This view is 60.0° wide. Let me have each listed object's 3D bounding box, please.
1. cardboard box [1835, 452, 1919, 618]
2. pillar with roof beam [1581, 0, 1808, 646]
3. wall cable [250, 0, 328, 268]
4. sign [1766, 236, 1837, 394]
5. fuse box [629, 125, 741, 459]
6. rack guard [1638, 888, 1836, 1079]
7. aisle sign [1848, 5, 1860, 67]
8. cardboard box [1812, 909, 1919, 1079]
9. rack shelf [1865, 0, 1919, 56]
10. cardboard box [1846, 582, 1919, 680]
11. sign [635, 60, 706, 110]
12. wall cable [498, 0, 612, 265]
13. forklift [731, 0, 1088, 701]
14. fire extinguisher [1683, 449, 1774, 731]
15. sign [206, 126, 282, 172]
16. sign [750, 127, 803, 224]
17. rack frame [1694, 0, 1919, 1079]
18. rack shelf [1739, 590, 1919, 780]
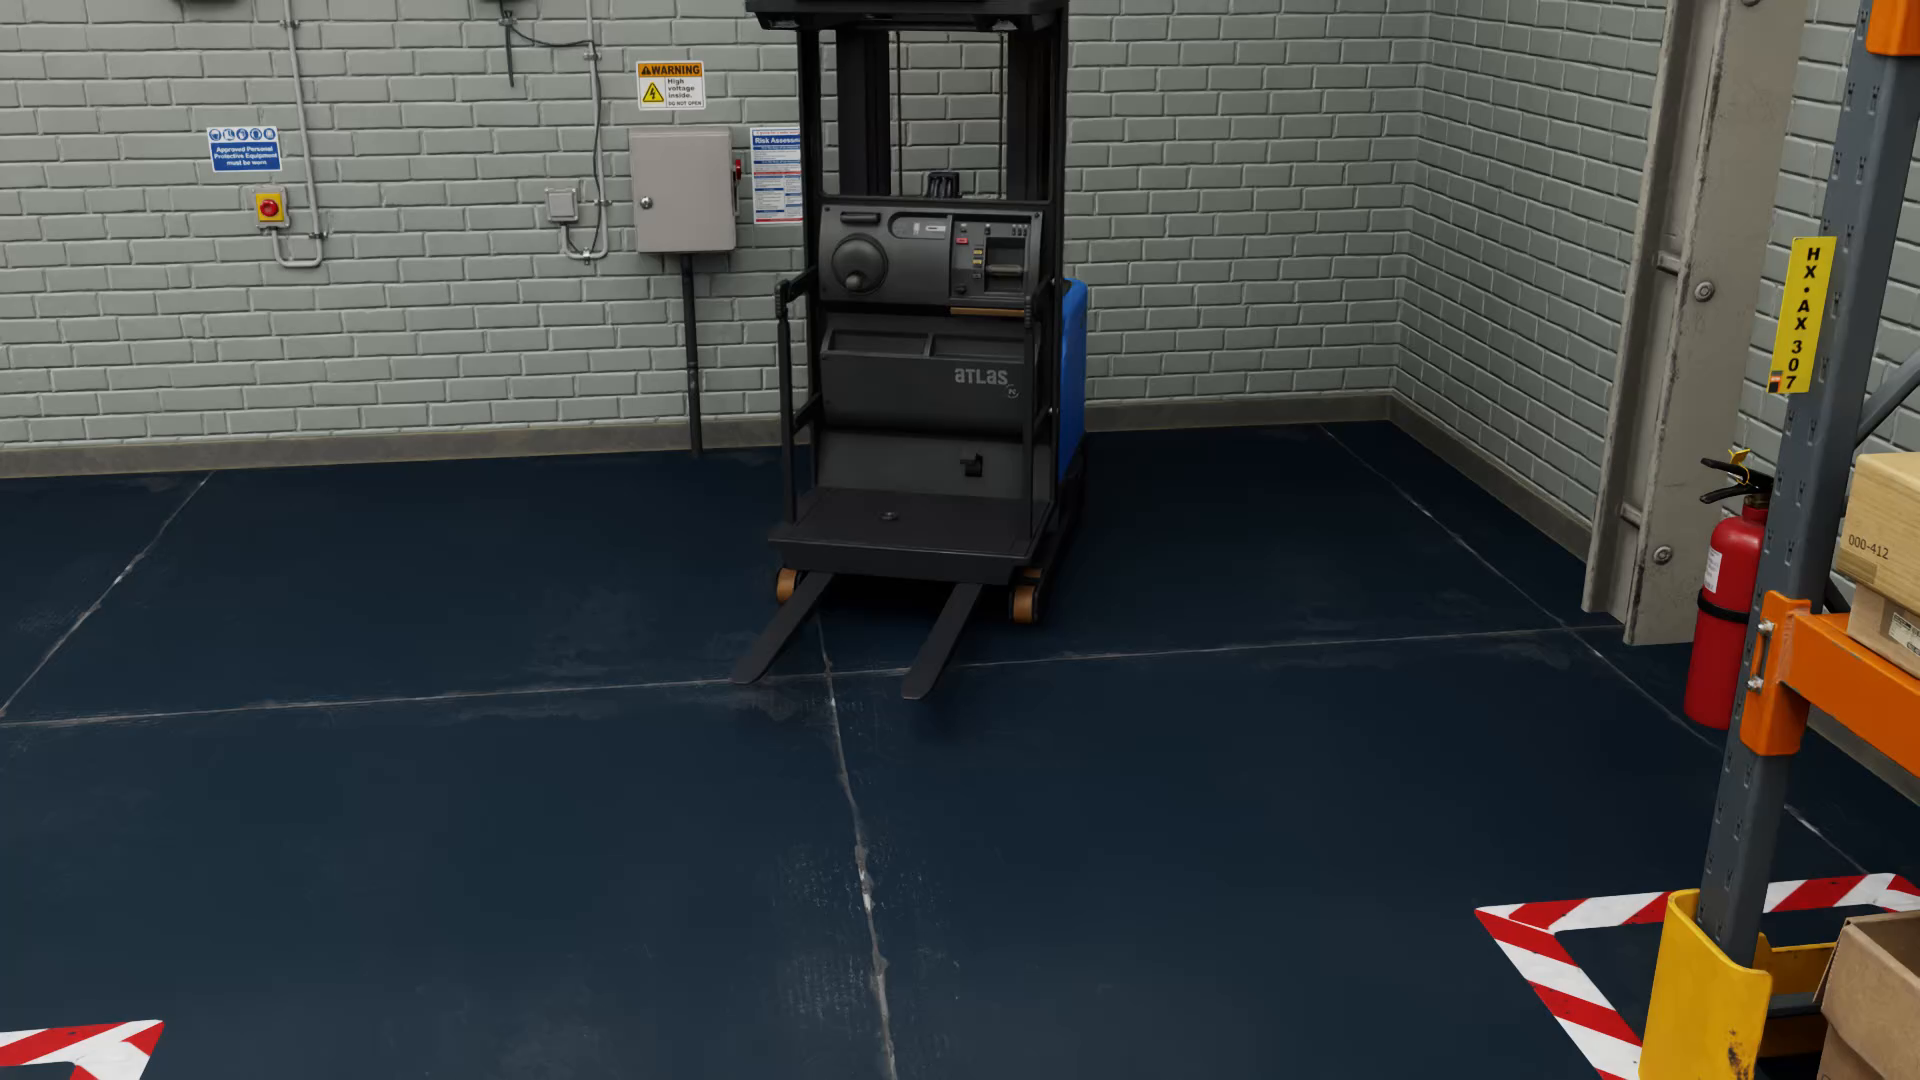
[{"bbox_3d":[2.072,0.018,3.169,0.500,0.250,0.500,-3,21,-7],"label":"cardboard box"},{"bbox_3d":[-1.483,-3.656,4.642,9.100,9.000,0.400,-3,21,-8],"label":"pillar with roof beam"},{"bbox_3d":[-3.474,-2.273,8.019,0.585,1.953,0.123,-3,21,-8],"label":"wall cable"},{"bbox_3d":[1.737,-0.461,3.427,0.100,0.325,0.005,-3,21,-8],"label":"sign"},{"bbox_3d":[-1.374,-1.235,8.576,0.539,1.711,0.414,-3,21,-8],"label":"fuse box"},{"bbox_3d":[2.285,1.114,4.019,1.175,0.500,0.348,-3,21,-8],"label":"rack guard"},{"bbox_3d":[1.973,-1.310,3.221,0.394,0.787,0.004,-3,21,-8],"label":"aisle sign"},{"bbox_3d":[2.268,1.106,3.436,0.797,0.503,0.637,-4,21,-10],"label":"cardboard box"},{"bbox_3d":[2.562,-0.459,1.399,1.077,0.370,4.000,-3,21,-8],"label":"rack shelf"},{"bbox_3d":[2.050,0.162,3.354,0.380,0.149,0.250,-3,21,-8],"label":"cardboard box"},{"bbox_3d":[-1.458,-2.294,8.391,0.339,0.242,0.001,-3,21,-8],"label":"sign"},{"bbox_3d":[-2.072,-2.334,8.227,0.588,1.984,0.122,-3,21,-8],"label":"wall cable"},{"bbox_3d":[-0.164,-1.167,6.651,1.130,2.935,3.031,4,21,11],"label":"forklift"},{"bbox_3d":[1.795,0.100,3.805,0.296,0.674,0.183,-3,21,-8],"label":"fire extinguisher"},{"bbox_3d":[-3.530,-1.928,8.205,0.327,0.218,0.001,-3,21,-8],"label":"sign"},{"bbox_3d":[-0.915,-1.890,8.626,0.329,0.494,0.001,-3,21,-8],"label":"sign"},{"bbox_3d":[2.274,-0.083,3.652,1.000,3.000,0.127,-3,21,-8],"label":"rack frame"},{"bbox_3d":[2.562,0.946,1.924,1.077,0.370,4.000,-3,21,-8],"label":"rack shelf"}]
